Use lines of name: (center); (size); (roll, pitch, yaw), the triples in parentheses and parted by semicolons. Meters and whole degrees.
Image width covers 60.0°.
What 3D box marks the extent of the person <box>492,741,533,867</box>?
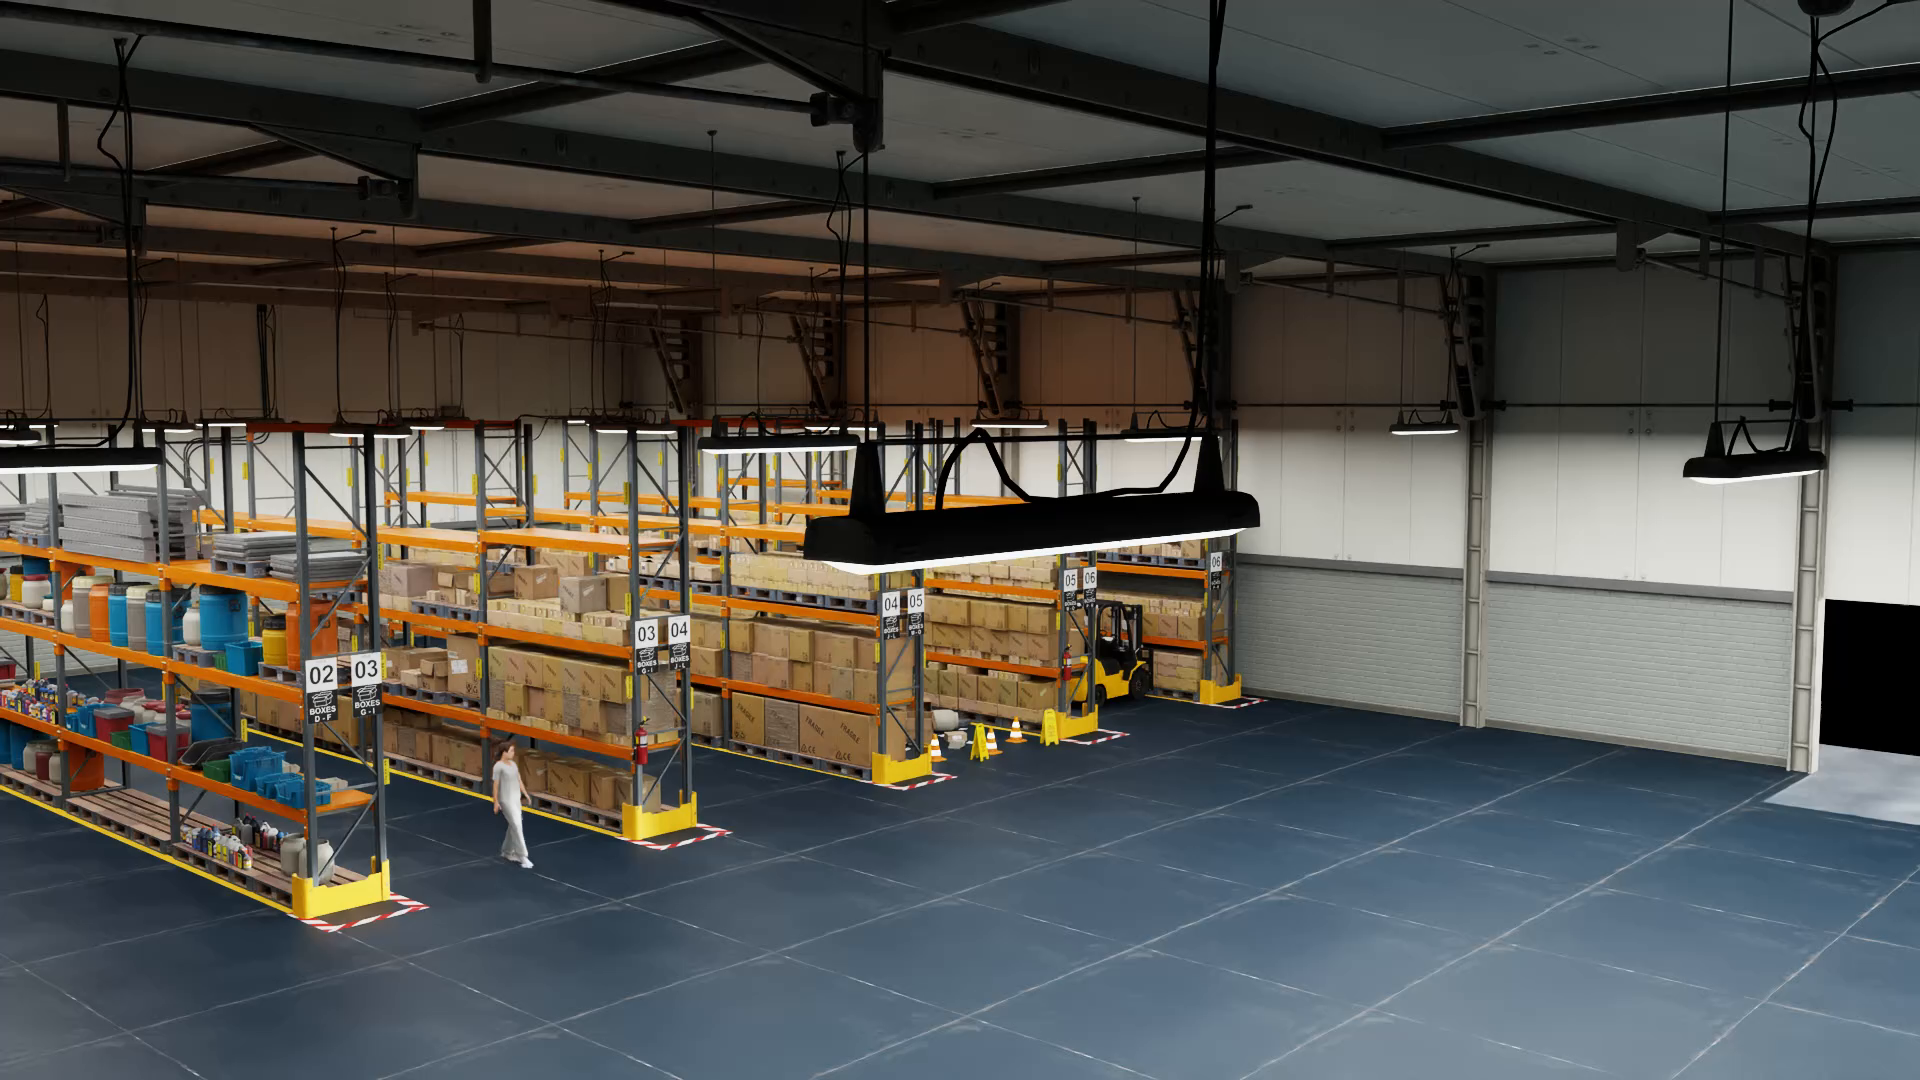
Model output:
person: (-6.126, 3.630, 22.969); (0.690, 1.687, 0.462); (2, 5, 20)
